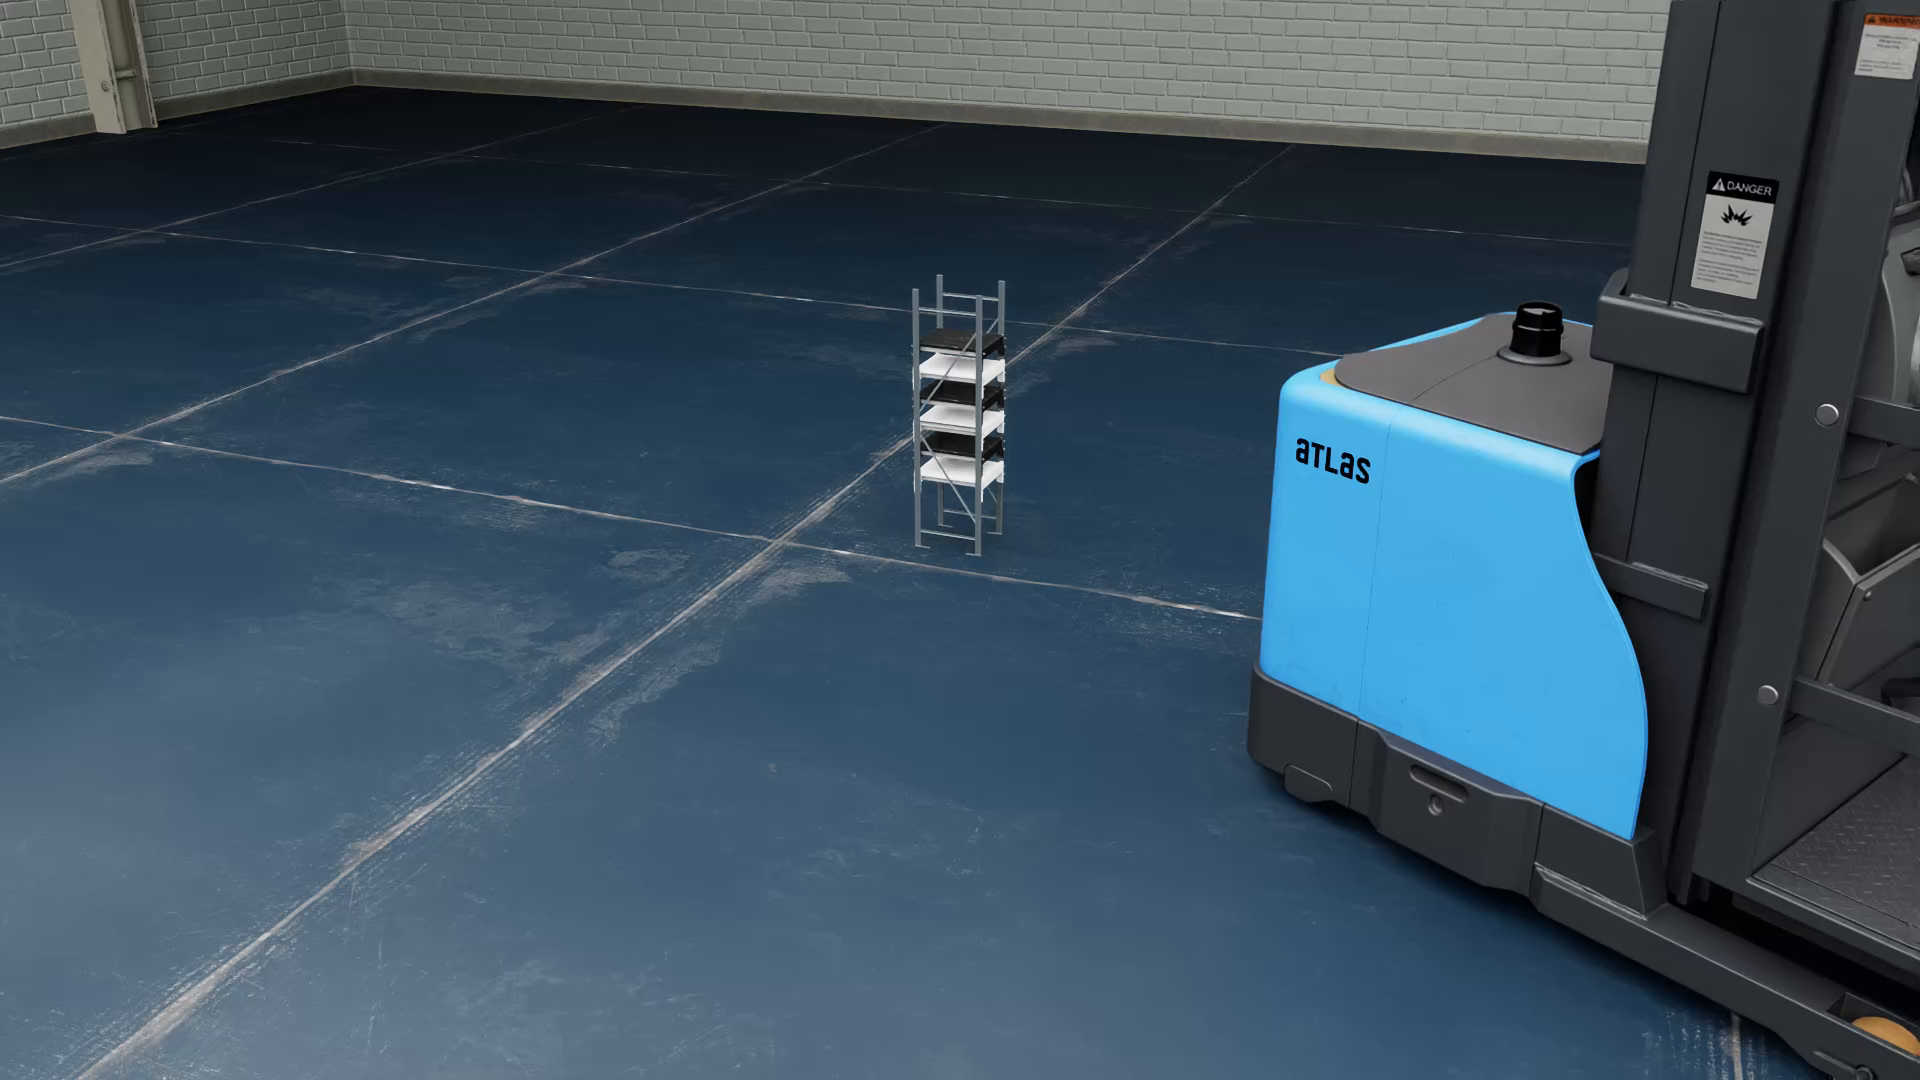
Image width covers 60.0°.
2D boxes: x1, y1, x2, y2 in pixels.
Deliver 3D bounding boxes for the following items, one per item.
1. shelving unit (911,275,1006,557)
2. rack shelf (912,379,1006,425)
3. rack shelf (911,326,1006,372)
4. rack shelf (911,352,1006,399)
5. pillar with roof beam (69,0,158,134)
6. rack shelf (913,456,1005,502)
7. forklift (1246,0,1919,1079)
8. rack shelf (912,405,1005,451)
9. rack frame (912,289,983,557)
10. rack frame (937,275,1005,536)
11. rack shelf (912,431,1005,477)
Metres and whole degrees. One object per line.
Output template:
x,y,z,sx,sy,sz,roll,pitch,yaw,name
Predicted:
-0.003,-0.412,5.570,0.258,0.900,0.210,9,24,20,shelving unit
-0.003,-0.465,5.548,0.258,0.077,0.200,9,24,20,rack shelf
-0.003,-0.631,5.478,0.258,0.077,0.200,9,24,20,rack shelf
-0.003,-0.548,5.513,0.258,0.077,0.200,9,24,20,rack shelf
-3.054,-7.011,10.861,9.100,9.000,0.400,9,24,20,pillar with roof beam
-0.003,-0.215,5.652,0.258,0.077,0.200,9,24,20,rack shelf
2.072,-0.435,2.989,1.130,2.935,3.031,-18,29,-37,forklift
-0.003,-0.382,5.582,0.258,0.077,0.200,9,24,20,rack shelf
-0.041,-0.376,5.483,0.240,0.900,0.006,9,24,20,rack frame
0.035,-0.449,5.657,0.240,0.900,0.006,9,24,20,rack frame
-0.003,-0.299,5.617,0.258,0.077,0.200,9,24,20,rack shelf
